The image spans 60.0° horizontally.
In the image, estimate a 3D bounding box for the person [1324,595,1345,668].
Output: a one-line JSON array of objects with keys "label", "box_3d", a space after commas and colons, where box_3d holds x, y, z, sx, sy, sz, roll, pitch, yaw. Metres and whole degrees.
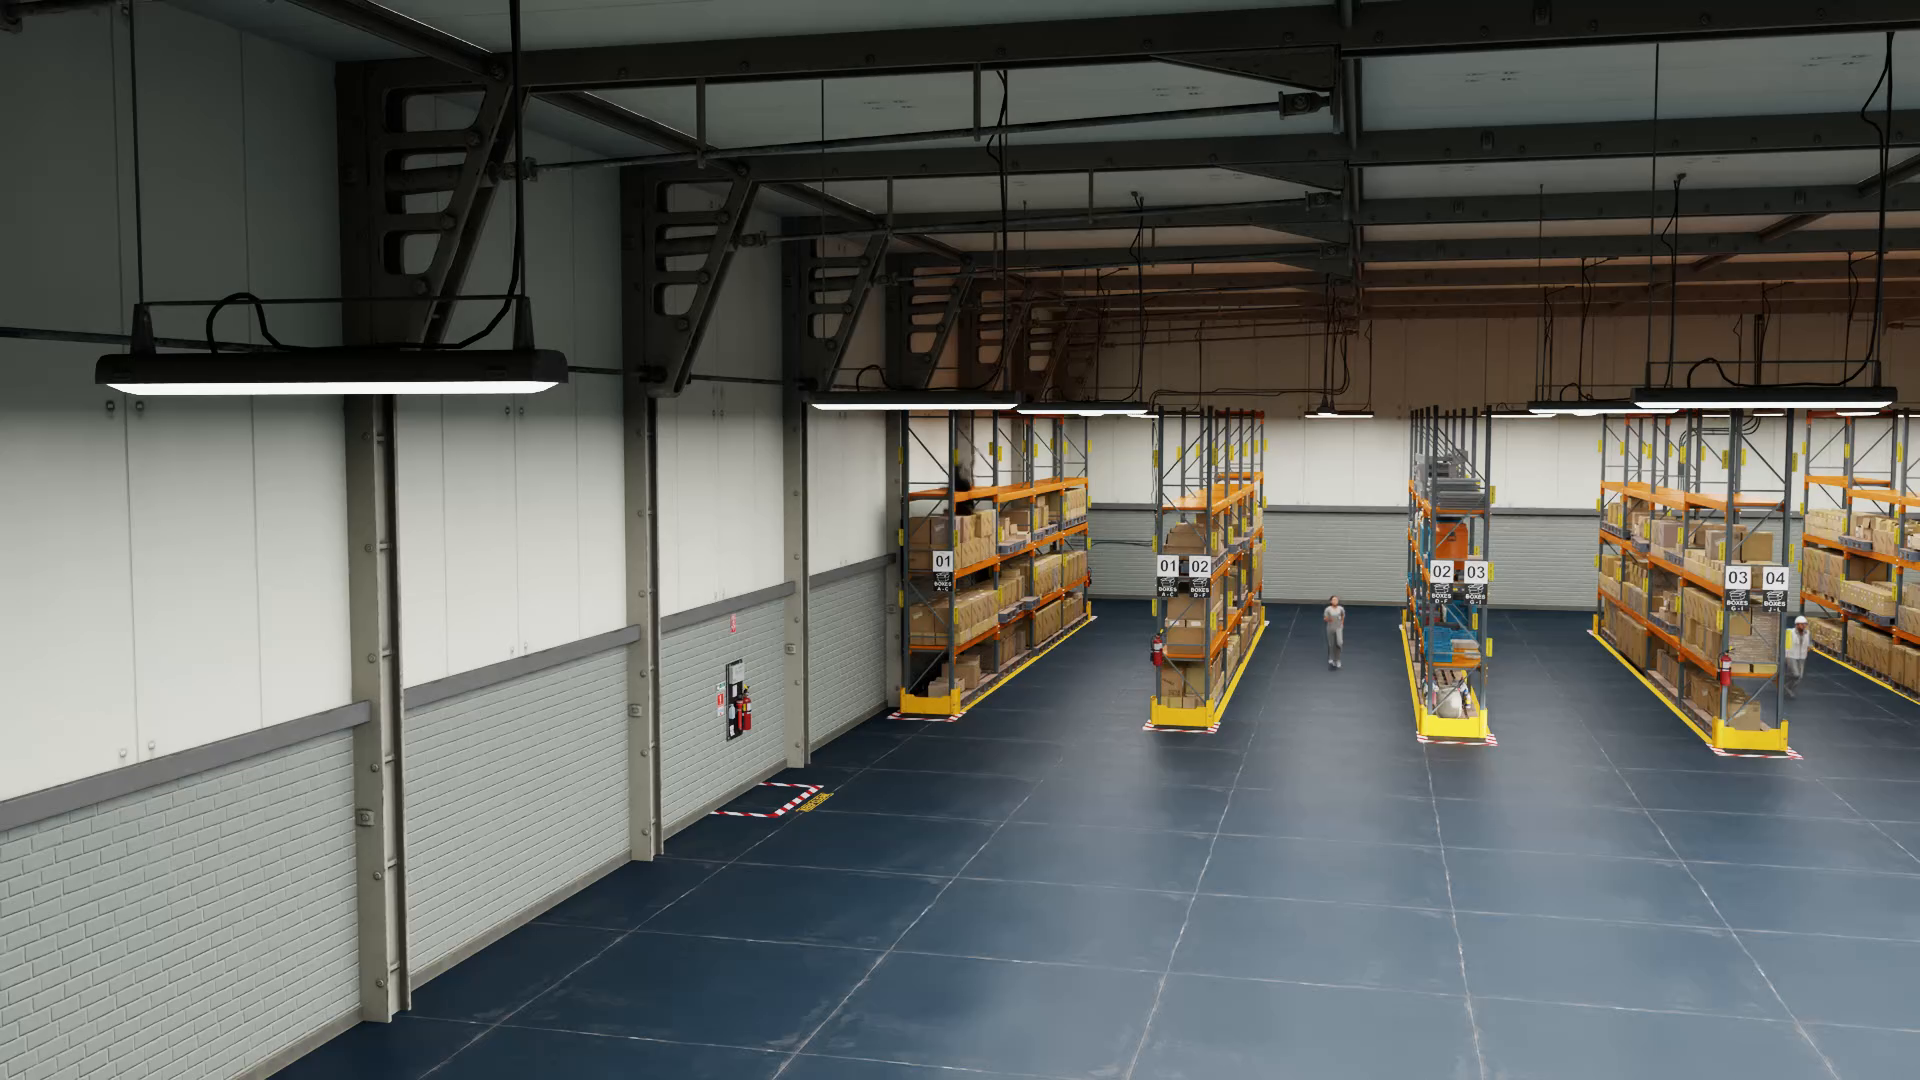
[{"label": "person", "box_3d": [8.709, 2.122, 38.665, 0.516, 1.699, 0.761, 0, 4, 6]}]

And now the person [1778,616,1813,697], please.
[{"label": "person", "box_3d": [17.235, 2.405, 34.233, 0.624, 1.693, 0.674, 0, 4, -5]}]
